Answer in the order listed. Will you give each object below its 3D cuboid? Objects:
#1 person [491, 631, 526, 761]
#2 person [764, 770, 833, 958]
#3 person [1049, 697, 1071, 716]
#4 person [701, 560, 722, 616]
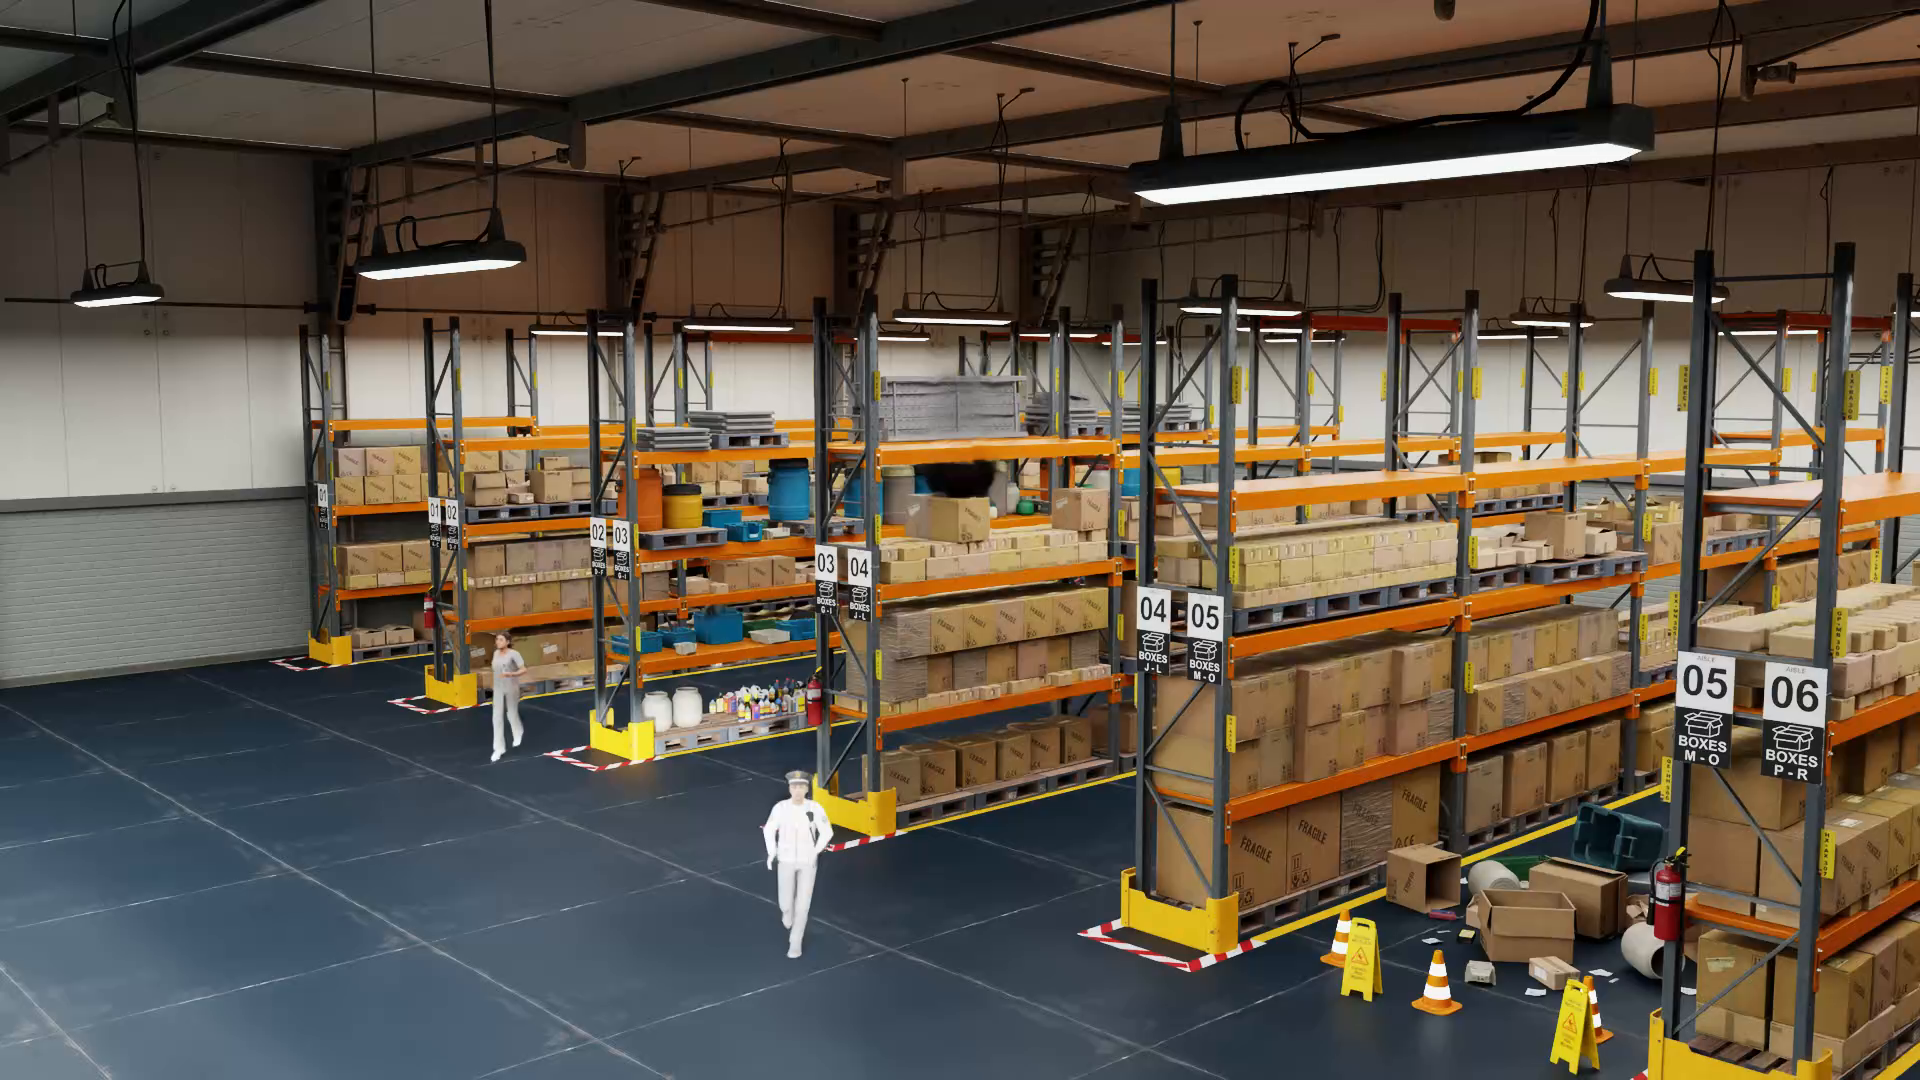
[{"bbox_3d":[-6.100,2.064,22.476,0.553,1.692,0.895,1,6,9],"label":"person"},{"bbox_3d":[-1.444,2.857,14.866,0.620,1.661,0.564,0,6,-2],"label":"person"},{"bbox_3d":[1.341,1.840,24.742,0.634,1.701,0.730,5,8,43],"label":"person"},{"bbox_3d":[-4.652,1.192,31.441,0.509,1.648,0.728,5,8,42],"label":"person"}]
